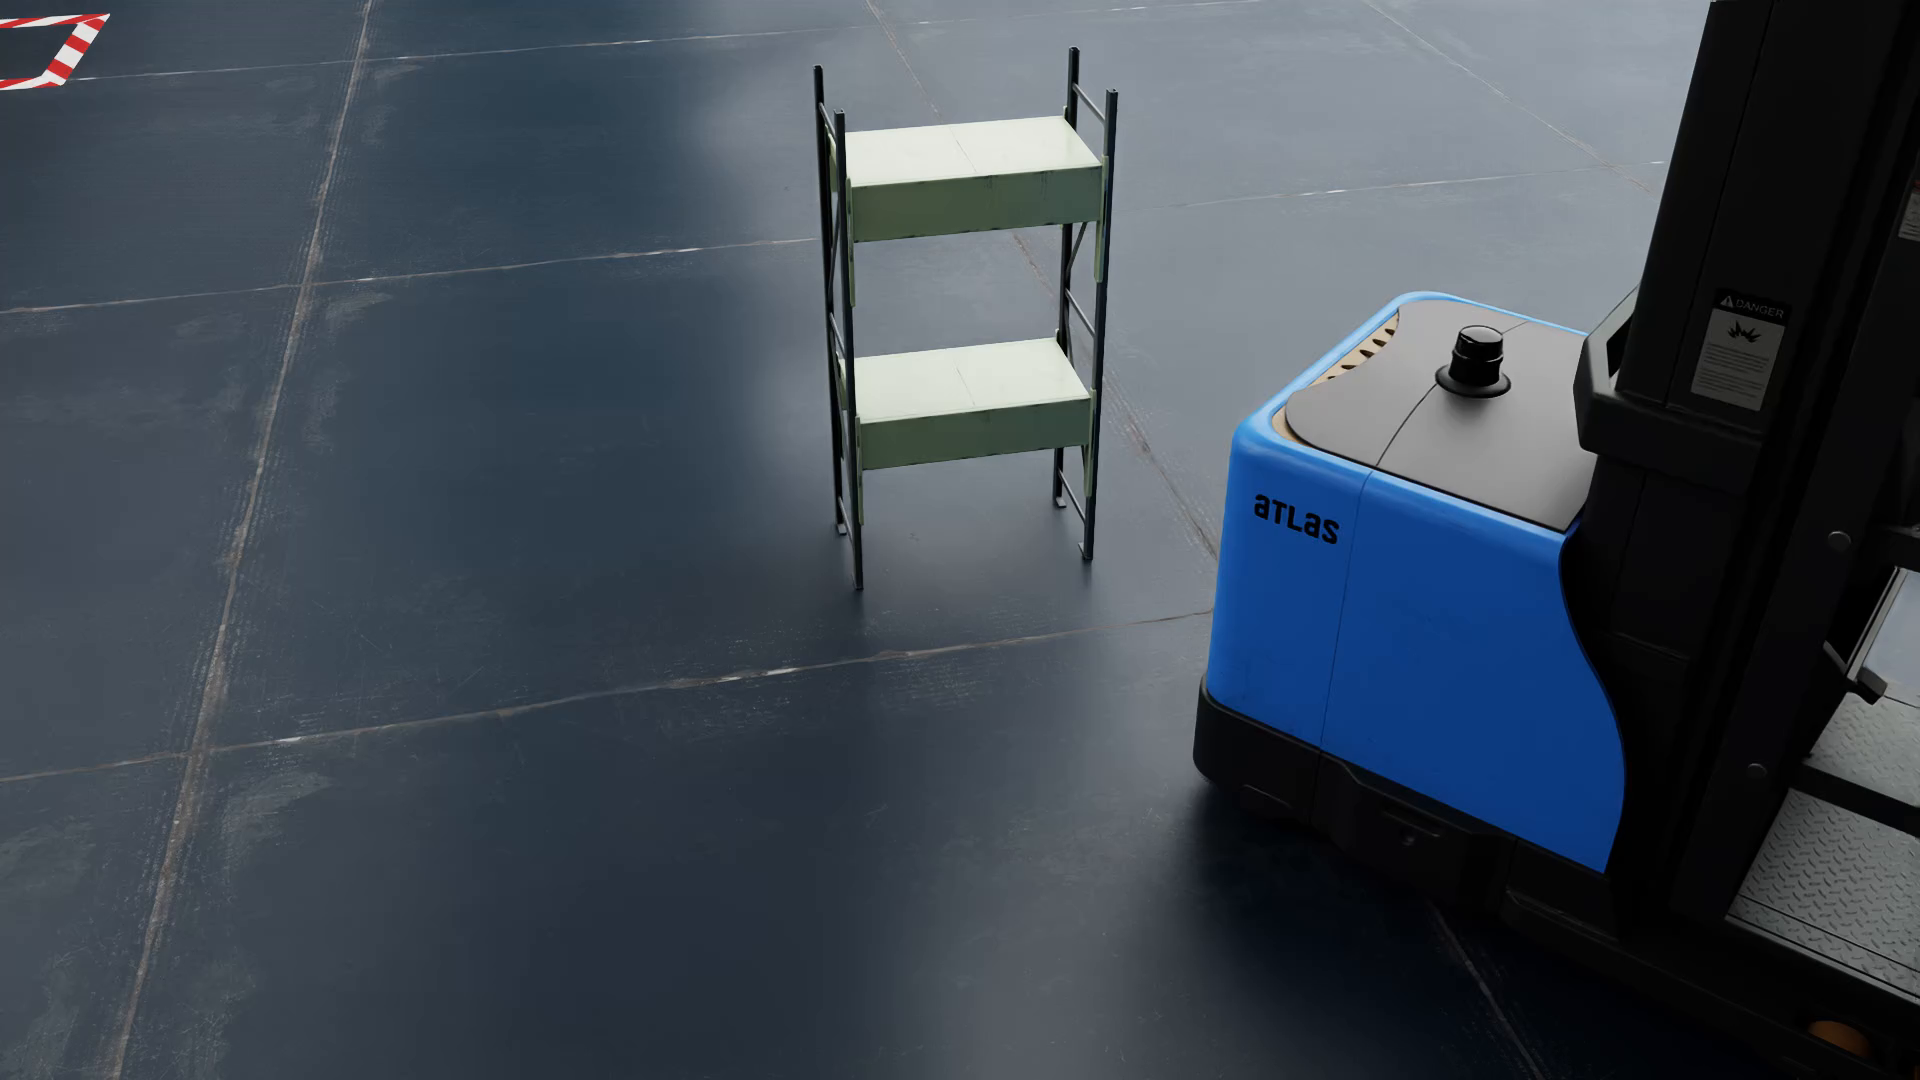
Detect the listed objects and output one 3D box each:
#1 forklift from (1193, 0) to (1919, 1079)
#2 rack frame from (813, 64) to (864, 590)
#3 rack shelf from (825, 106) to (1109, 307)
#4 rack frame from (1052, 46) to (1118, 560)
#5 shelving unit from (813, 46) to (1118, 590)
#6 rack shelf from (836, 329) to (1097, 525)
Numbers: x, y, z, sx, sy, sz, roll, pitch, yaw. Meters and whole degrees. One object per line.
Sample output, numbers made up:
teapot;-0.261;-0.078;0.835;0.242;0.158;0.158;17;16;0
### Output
forklift;2.089;-0.296;3.133;3.031;2.935;1.130;23;40;30
rack frame;-0.350;-0.579;4.838;0.023;1.500;0.400;-7;35;-11
rack shelf;0.007;-0.948;4.688;0.720;0.370;0.431;-7;35;-11
rack frame;0.364;-0.669;4.972;0.023;1.500;0.400;-7;35;-11
shelving unit;0.007;-0.624;4.905;0.755;1.500;0.431;-7;35;-11
rack shelf;0.007;-0.353;5.087;0.720;0.370;0.431;-7;35;-11
